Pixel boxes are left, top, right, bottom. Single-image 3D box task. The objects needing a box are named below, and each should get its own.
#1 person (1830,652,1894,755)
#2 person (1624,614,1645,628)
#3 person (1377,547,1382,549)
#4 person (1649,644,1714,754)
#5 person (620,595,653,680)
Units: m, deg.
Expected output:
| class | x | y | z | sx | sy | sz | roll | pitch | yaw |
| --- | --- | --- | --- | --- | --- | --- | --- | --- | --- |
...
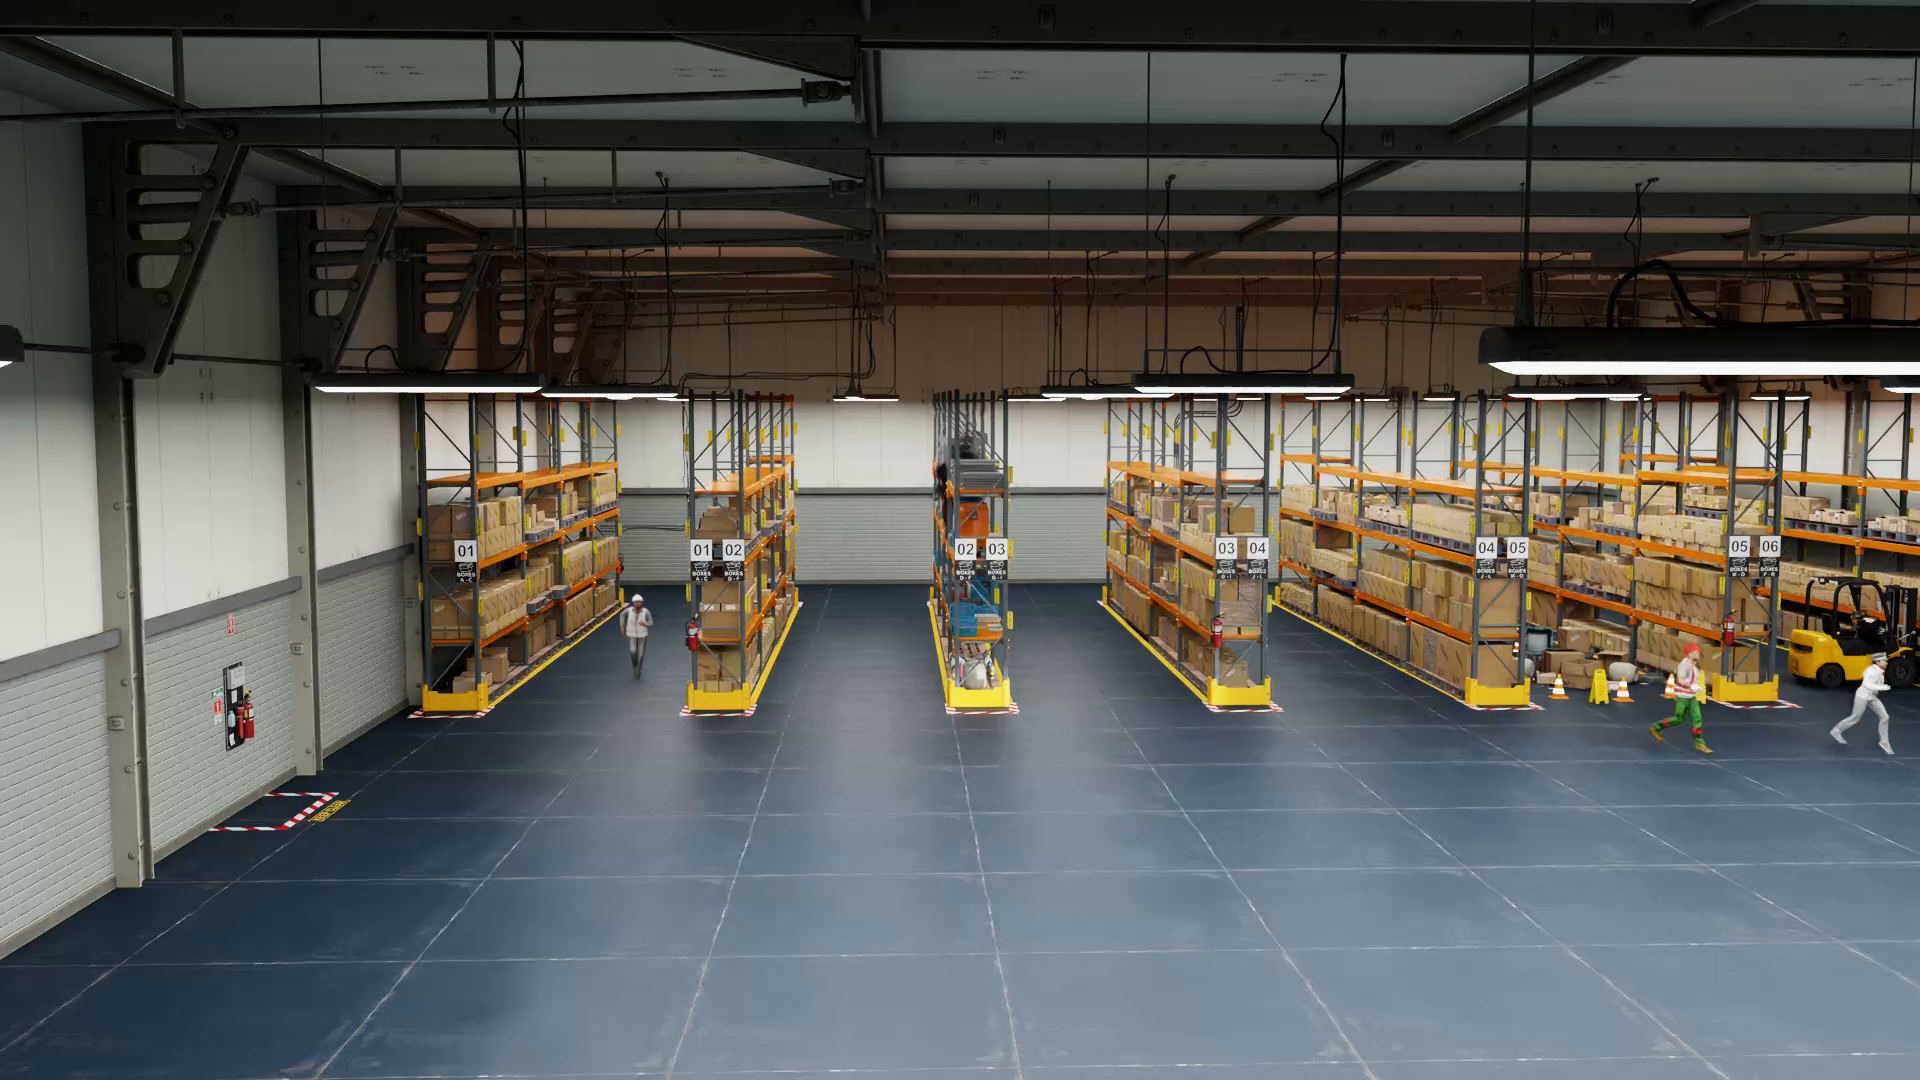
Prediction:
| class | x | y | z | sx | sy | sz | roll | pitch | yaw |
| --- | --- | --- | --- | --- | --- | --- | --- | --- | --- |
| person | 14.945 | 2.659 | 27.500 | 0.612 | 1.695 | 0.992 | -4 | 6 | -37 |
| person | 16.724 | 1.592 | 41.263 | 0.517 | 1.584 | 0.983 | 0 | 5 | -1 |
| person | 11.476 | 1.091 | 45.452 | 0.679 | 1.781 | 0.992 | -1 | 5 | -8 |
| person | 11.966 | 2.590 | 27.505 | 1.031 | 1.775 | 0.685 | 4 | 6 | 38 |
| person | -6.742 | 2.015 | 34.688 | 0.681 | 1.779 | 0.821 | -1 | 5 | -10 |
